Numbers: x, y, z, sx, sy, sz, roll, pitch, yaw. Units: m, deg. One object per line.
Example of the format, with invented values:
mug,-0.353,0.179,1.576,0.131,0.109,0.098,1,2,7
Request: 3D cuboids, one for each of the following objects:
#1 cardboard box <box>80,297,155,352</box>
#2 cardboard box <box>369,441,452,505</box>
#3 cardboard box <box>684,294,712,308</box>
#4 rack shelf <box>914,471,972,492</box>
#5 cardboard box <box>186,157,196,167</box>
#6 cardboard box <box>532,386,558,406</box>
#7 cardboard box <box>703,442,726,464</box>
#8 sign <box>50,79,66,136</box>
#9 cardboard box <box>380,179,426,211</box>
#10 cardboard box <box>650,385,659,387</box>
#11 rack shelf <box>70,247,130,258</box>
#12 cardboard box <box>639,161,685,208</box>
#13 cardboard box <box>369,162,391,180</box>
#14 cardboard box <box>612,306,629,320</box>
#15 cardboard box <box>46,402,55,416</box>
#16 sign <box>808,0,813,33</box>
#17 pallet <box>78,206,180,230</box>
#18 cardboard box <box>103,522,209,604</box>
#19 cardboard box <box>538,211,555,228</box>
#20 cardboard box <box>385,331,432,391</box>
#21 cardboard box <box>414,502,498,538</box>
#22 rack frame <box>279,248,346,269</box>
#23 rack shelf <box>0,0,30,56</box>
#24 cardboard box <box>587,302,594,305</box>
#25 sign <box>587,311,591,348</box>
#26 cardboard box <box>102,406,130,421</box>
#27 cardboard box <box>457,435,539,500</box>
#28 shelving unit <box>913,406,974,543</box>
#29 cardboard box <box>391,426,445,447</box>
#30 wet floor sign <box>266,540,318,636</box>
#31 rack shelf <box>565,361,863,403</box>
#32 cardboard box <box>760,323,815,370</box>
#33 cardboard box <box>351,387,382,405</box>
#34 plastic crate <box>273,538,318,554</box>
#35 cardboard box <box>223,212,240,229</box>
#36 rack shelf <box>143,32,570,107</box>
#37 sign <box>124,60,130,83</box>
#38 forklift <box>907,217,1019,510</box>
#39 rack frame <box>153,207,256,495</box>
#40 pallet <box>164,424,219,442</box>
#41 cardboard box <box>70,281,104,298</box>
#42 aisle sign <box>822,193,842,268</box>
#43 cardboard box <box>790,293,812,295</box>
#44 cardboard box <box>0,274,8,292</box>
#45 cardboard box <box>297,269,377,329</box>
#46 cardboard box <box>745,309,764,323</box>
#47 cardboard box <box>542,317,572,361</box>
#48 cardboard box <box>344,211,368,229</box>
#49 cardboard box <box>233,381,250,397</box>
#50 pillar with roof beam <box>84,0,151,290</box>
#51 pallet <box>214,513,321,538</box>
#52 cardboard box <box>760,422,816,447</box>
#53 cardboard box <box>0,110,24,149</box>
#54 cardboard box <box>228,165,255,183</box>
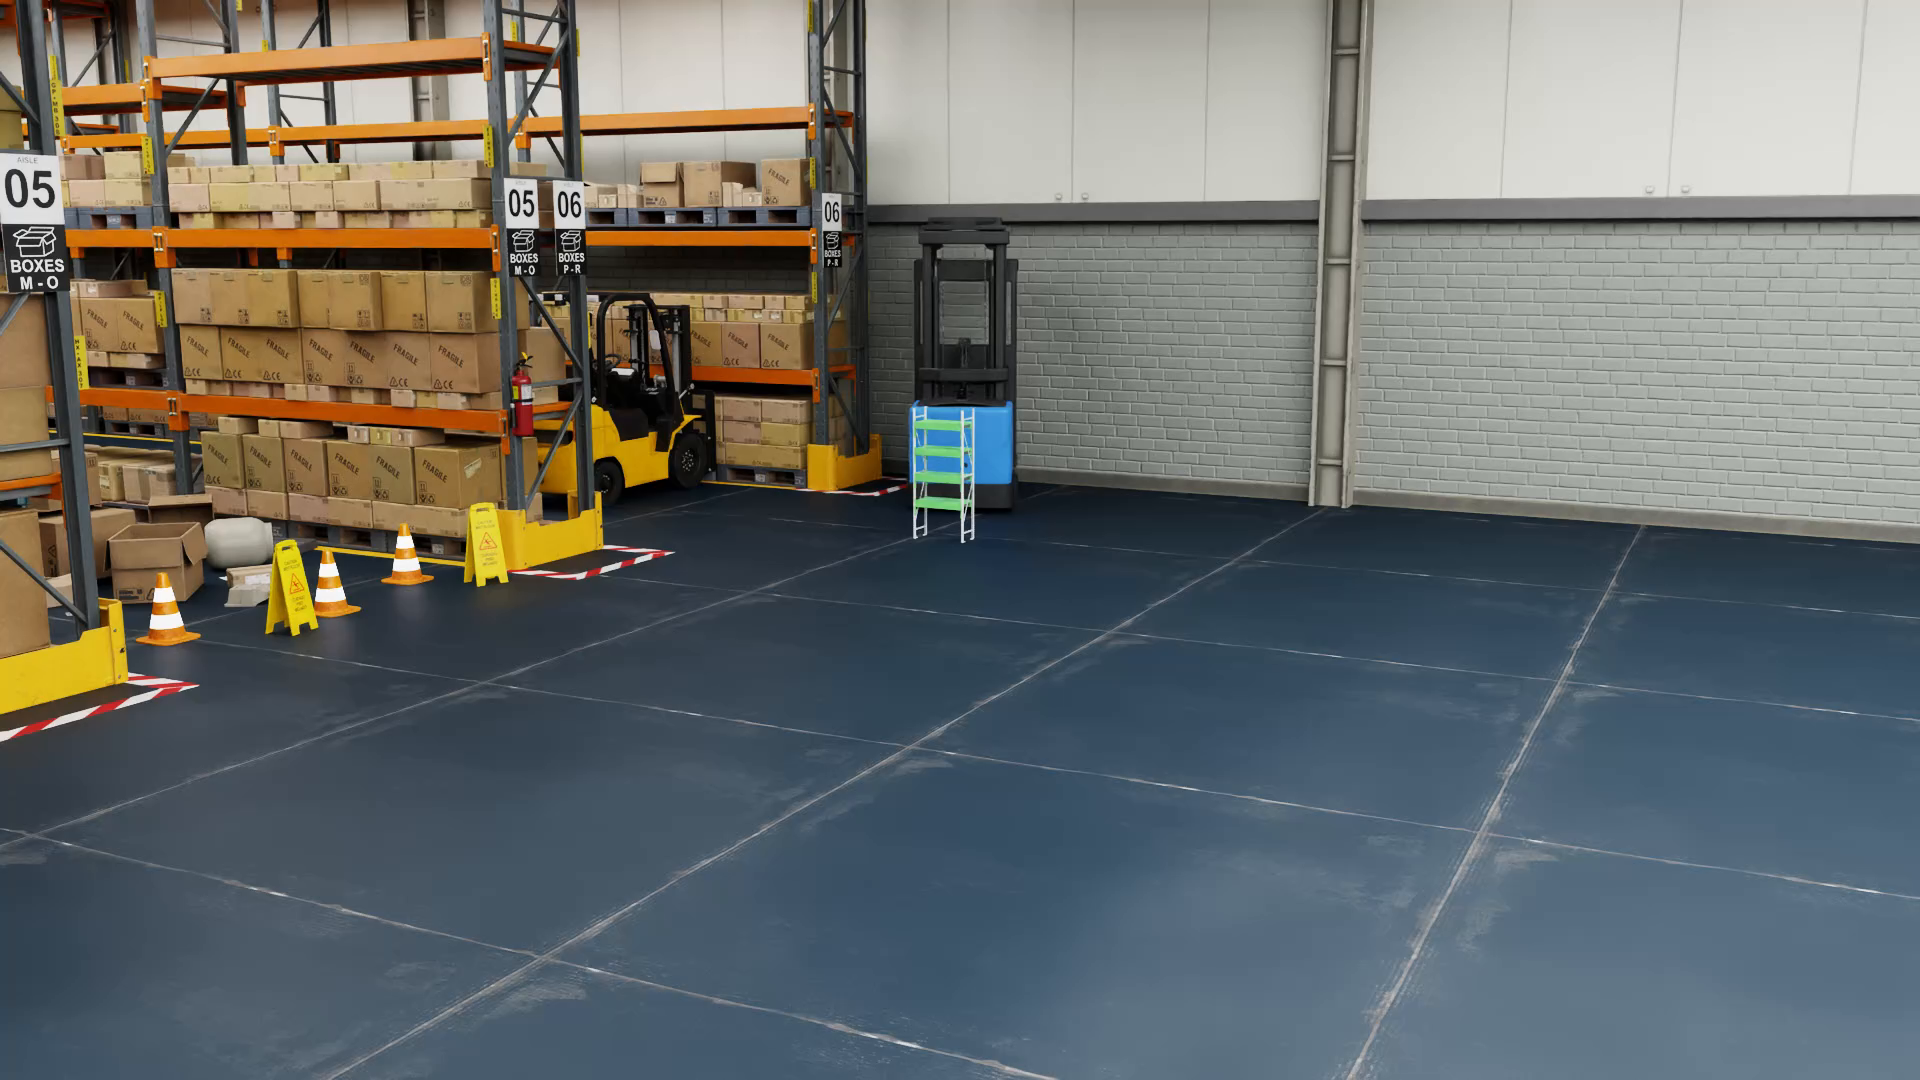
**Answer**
cardboard box,-8.052,-2.078,15.995,0.500,0.500,0.500,5,11,26
cardboard box,-4.807,-0.607,14.596,0.500,0.500,0.500,6,12,28
cardboard box,-2.914,-2.709,18.838,0.250,0.149,0.380,5,12,27
rack shelf,-0.148,-0.541,15.207,0.480,0.148,0.258,5,11,26
cardboard box,-7.889,-3.640,16.335,0.500,0.250,0.500,5,11,25
cardboard box,-3.717,-1.258,14.466,0.250,0.149,0.380,5,11,26
cardboard box,-2.758,-1.037,19.078,0.500,0.250,0.500,5,11,26
sign,-5.352,-2.557,9.836,0.005,0.325,0.100,5,11,26
cardboard box,-4.527,-2.910,14.049,0.500,0.250,0.500,5,11,25
cardboard box,-3.910,-1.731,20.104,0.500,0.250,0.500,5,11,25
rack shelf,-13.866,-4.340,24.387,4.000,0.370,1.077,5,11,26
cardboard box,-3.198,-4.043,18.972,0.637,0.503,0.797,5,12,28
cardboard box,-4.810,-3.139,14.193,0.250,0.149,0.380,5,11,26
cardboard box,-3.826,-2.643,19.310,0.250,0.149,0.380,5,11,25
cardboard box,-13.022,-1.947,24.064,0.258,0.266,0.396,5,12,28
sign,-1.564,-5.480,17.397,0.005,0.325,0.100,5,11,26
pallet,-7.597,-3.087,15.967,1.003,0.211,1.213,5,11,26
cardboard box,-6.199,0.172,12.866,0.637,0.503,0.797,-2,11,-14
cardboard box,-3.657,-2.752,14.299,0.250,0.149,0.380,5,11,26
cardboard box,-4.559,-1.557,14.292,0.500,0.500,0.500,5,11,26
cardboard box,-4.369,-0.198,14.445,0.500,0.250,0.500,5,11,26
rack frame,-8.485,-2.746,21.978,0.127,3.000,1.000,5,11,26
rack shelf,-7.397,-3.082,10.137,4.000,0.370,1.077,5,11,26
cardboard box,-4.236,-2.848,19.605,0.250,0.149,0.380,5,11,25
sign,-3.264,-1.835,14.514,0.005,0.325,0.100,5,11,26
cardboard box,-11.738,-1.963,23.495,0.500,0.500,0.500,6,12,28
cardboard box,-4.126,-0.654,14.858,0.500,0.500,0.500,5,11,24
shelving unit,-0.148,-0.603,15.195,0.503,1.200,0.258,5,11,26
cardboard box,-4.696,-0.904,14.415,0.250,0.149,0.380,5,12,27
wet floor sign,-4.701,0.321,11.645,0.232,0.644,0.267,3,11,16
rack shelf,-3.104,-1.919,19.429,4.000,0.370,1.077,5,11,26
cardboard box,-1.868,-2.161,18.468,0.500,0.500,0.500,5,11,25
cardboard box,-5.112,-1.283,14.604,0.250,0.149,0.380,5,11,25
plastic crate,-6.046,0.054,14.707,0.583,0.080,0.402,1,10,6
cardboard box,-6.439,-2.895,15.083,0.250,0.149,0.380,5,11,26
rack shelf,-5.297,-4.076,14.513,4.000,0.370,1.077,5,11,26
sign,-11.832,-6.639,23.580,0.005,0.325,0.100,5,11,26
forklift,0.071,-1.961,17.836,1.130,2.935,3.031,0,10,3
rack frame,-7.091,-1.637,15.854,0.127,3.000,1.000,5,11,26
pallet,-10.228,-1.535,23.117,1.213,0.211,1.003,5,11,26
cardboard box,-8.485,-2.429,16.113,0.250,0.149,0.380,4,11,23
aisle sign,-1.382,-3.342,17.975,0.004,0.787,0.394,5,11,26
cardboard box,-1.728,-2.721,18.907,0.250,0.149,0.380,5,12,28
cardboard box,-14.026,-3.621,24.293,0.500,0.500,0.500,5,12,27
cardboard box,-5.398,-2.141,14.716,0.500,0.500,0.700,5,11,25
cardboard box,-2.194,-2.512,18.584,0.250,0.149,0.380,5,12,27
cardboard box,-4.615,-2.403,19.803,0.500,0.500,0.500,5,11,24
cardboard box,-5.083,-2.763,14.359,0.250,0.149,0.380,5,11,24
cardboard box,-6.449,-1.410,15.303,0.250,0.149,0.380,5,11,26
pillar with roof beam,-14.203,-5.524,20.484,0.548,9.000,9.100,5,11,26
pallet,-6.473,-0.218,15.841,1.213,0.211,1.003,5,11,26
cardboard box,-1.886,-1.203,18.593,0.500,0.250,0.500,5,11,25
cardboard box,-5.922,-2.407,9.810,0.500,0.250,0.500,5,11,26
cardboard box,-6.250,-3.242,14.765,0.250,0.149,0.380,5,11,25
